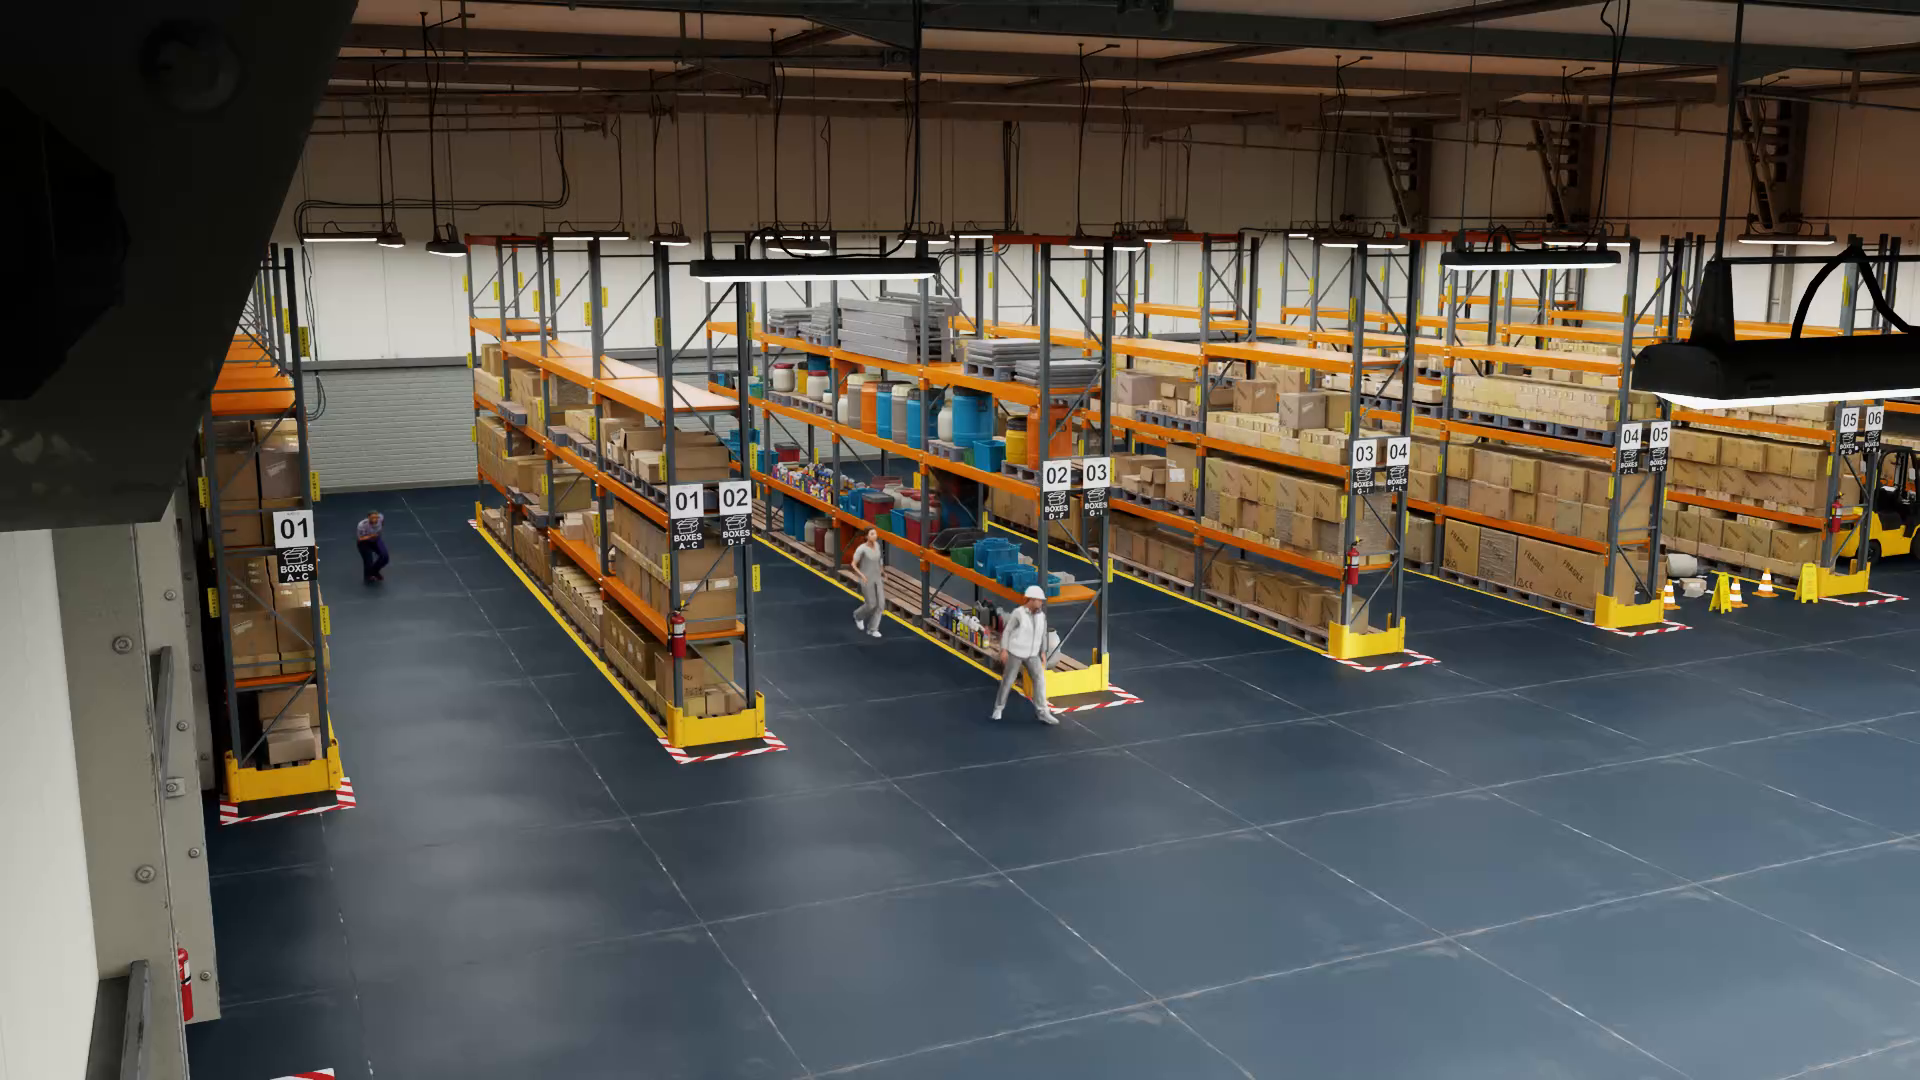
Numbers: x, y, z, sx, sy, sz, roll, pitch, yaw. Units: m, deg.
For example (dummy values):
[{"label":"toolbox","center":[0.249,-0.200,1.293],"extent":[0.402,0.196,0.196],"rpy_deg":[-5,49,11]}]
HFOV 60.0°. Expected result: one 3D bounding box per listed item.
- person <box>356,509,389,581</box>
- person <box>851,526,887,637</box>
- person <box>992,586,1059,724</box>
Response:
[{"label":"person","center":[-10.262,0.097,29.027],"extent":[0.616,1.380,0.951],"rpy_deg":[-10,15,-43]},{"label":"person","center":[-1.316,0.593,24.301],"extent":[0.575,1.632,0.558],"rpy_deg":[-9,14,-38]},{"label":"person","center":[0.794,1.452,21.047],"extent":[0.758,1.755,0.770],"rpy_deg":[-8,14,-37]}]
